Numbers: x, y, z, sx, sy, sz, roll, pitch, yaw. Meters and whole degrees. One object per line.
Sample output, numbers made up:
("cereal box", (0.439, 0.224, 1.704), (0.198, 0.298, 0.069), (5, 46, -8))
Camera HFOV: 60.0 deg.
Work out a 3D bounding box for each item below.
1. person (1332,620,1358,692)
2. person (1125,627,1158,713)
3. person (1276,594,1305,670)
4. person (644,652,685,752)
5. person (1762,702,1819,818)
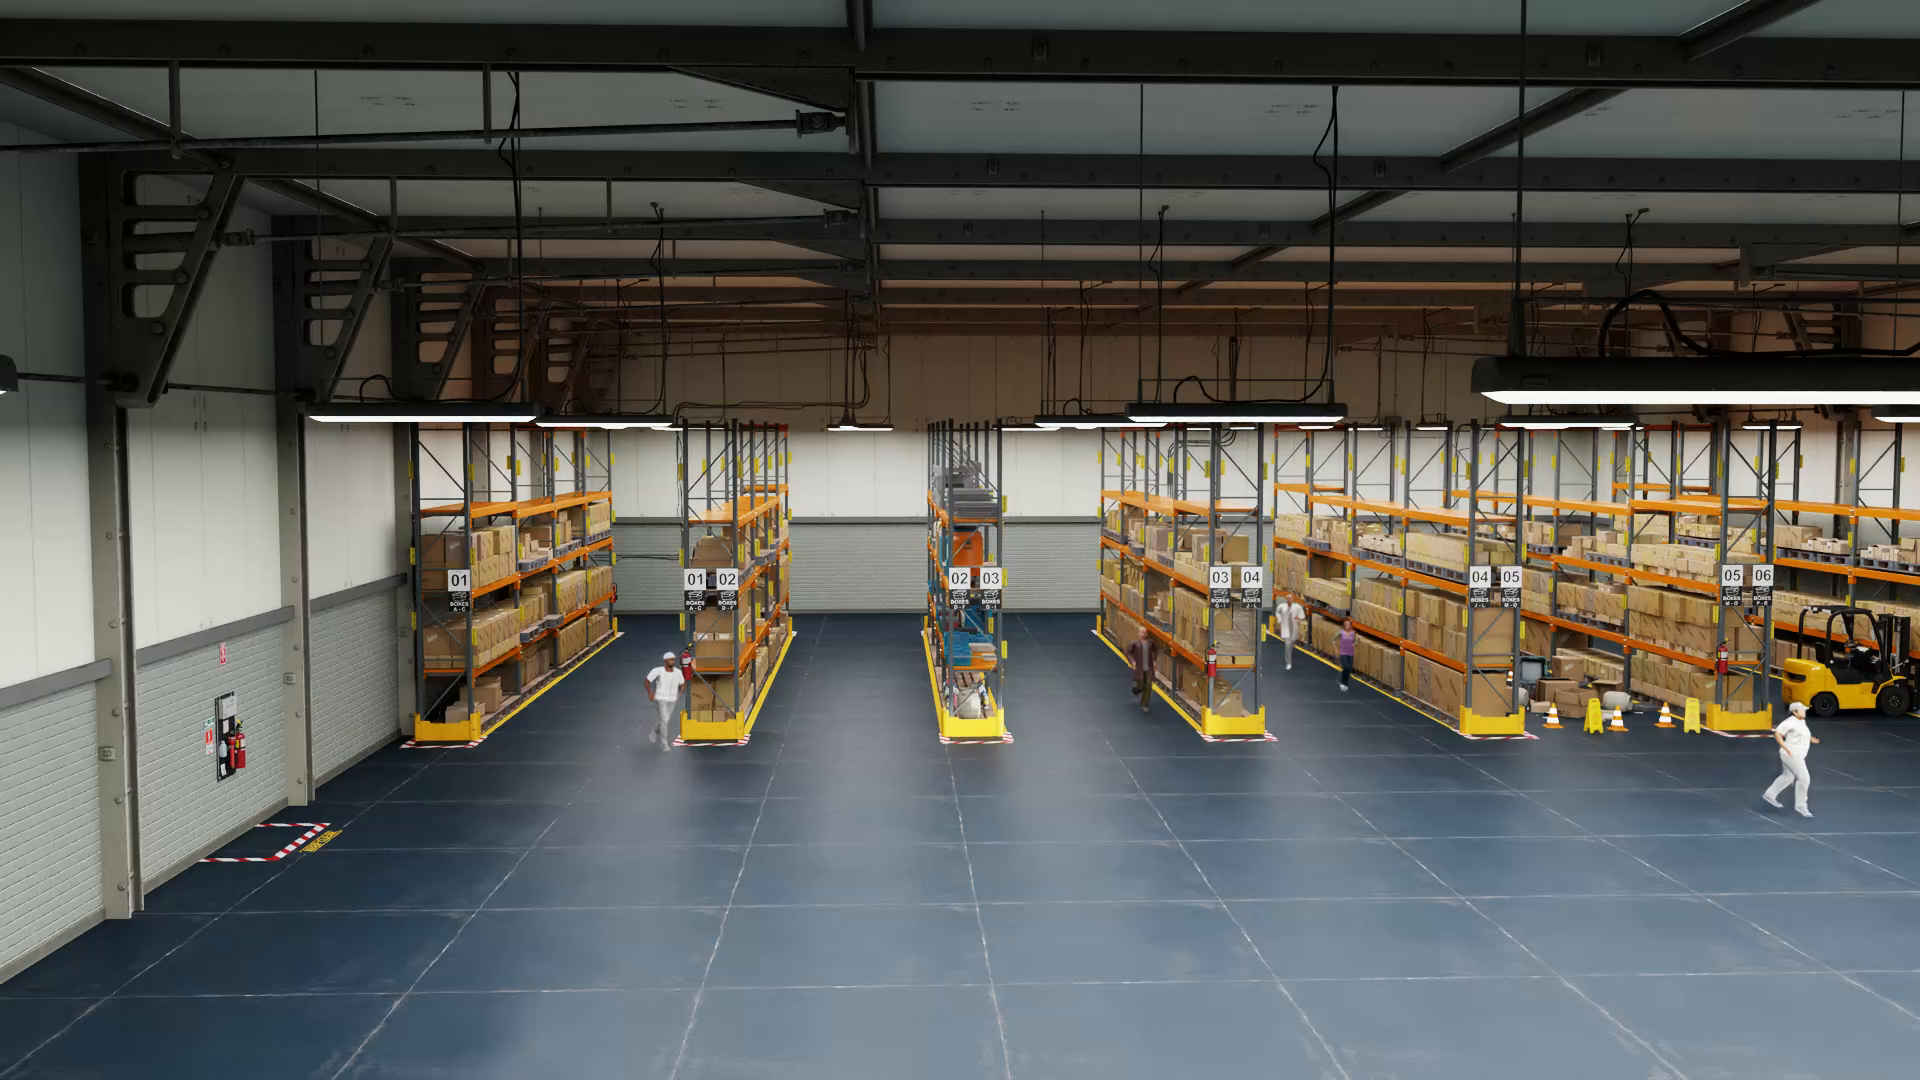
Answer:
("person", (8.551, 2.565, 36.800), (0.505, 1.597, 0.667), (-1, 4, -9))
("person", (3.780, 2.668, 34.379), (0.711, 1.725, 0.756), (-1, 4, -10))
("person", (8.095, 2.224, 40.721), (0.679, 1.817, 0.974), (0, 4, 3))
("person", (-5.339, 2.919, 30.251), (0.731, 1.756, 0.823), (-3, 5, -40))
("person", (12.533, 3.292, 25.103), (0.756, 1.709, 0.596), (3, 5, 38))
